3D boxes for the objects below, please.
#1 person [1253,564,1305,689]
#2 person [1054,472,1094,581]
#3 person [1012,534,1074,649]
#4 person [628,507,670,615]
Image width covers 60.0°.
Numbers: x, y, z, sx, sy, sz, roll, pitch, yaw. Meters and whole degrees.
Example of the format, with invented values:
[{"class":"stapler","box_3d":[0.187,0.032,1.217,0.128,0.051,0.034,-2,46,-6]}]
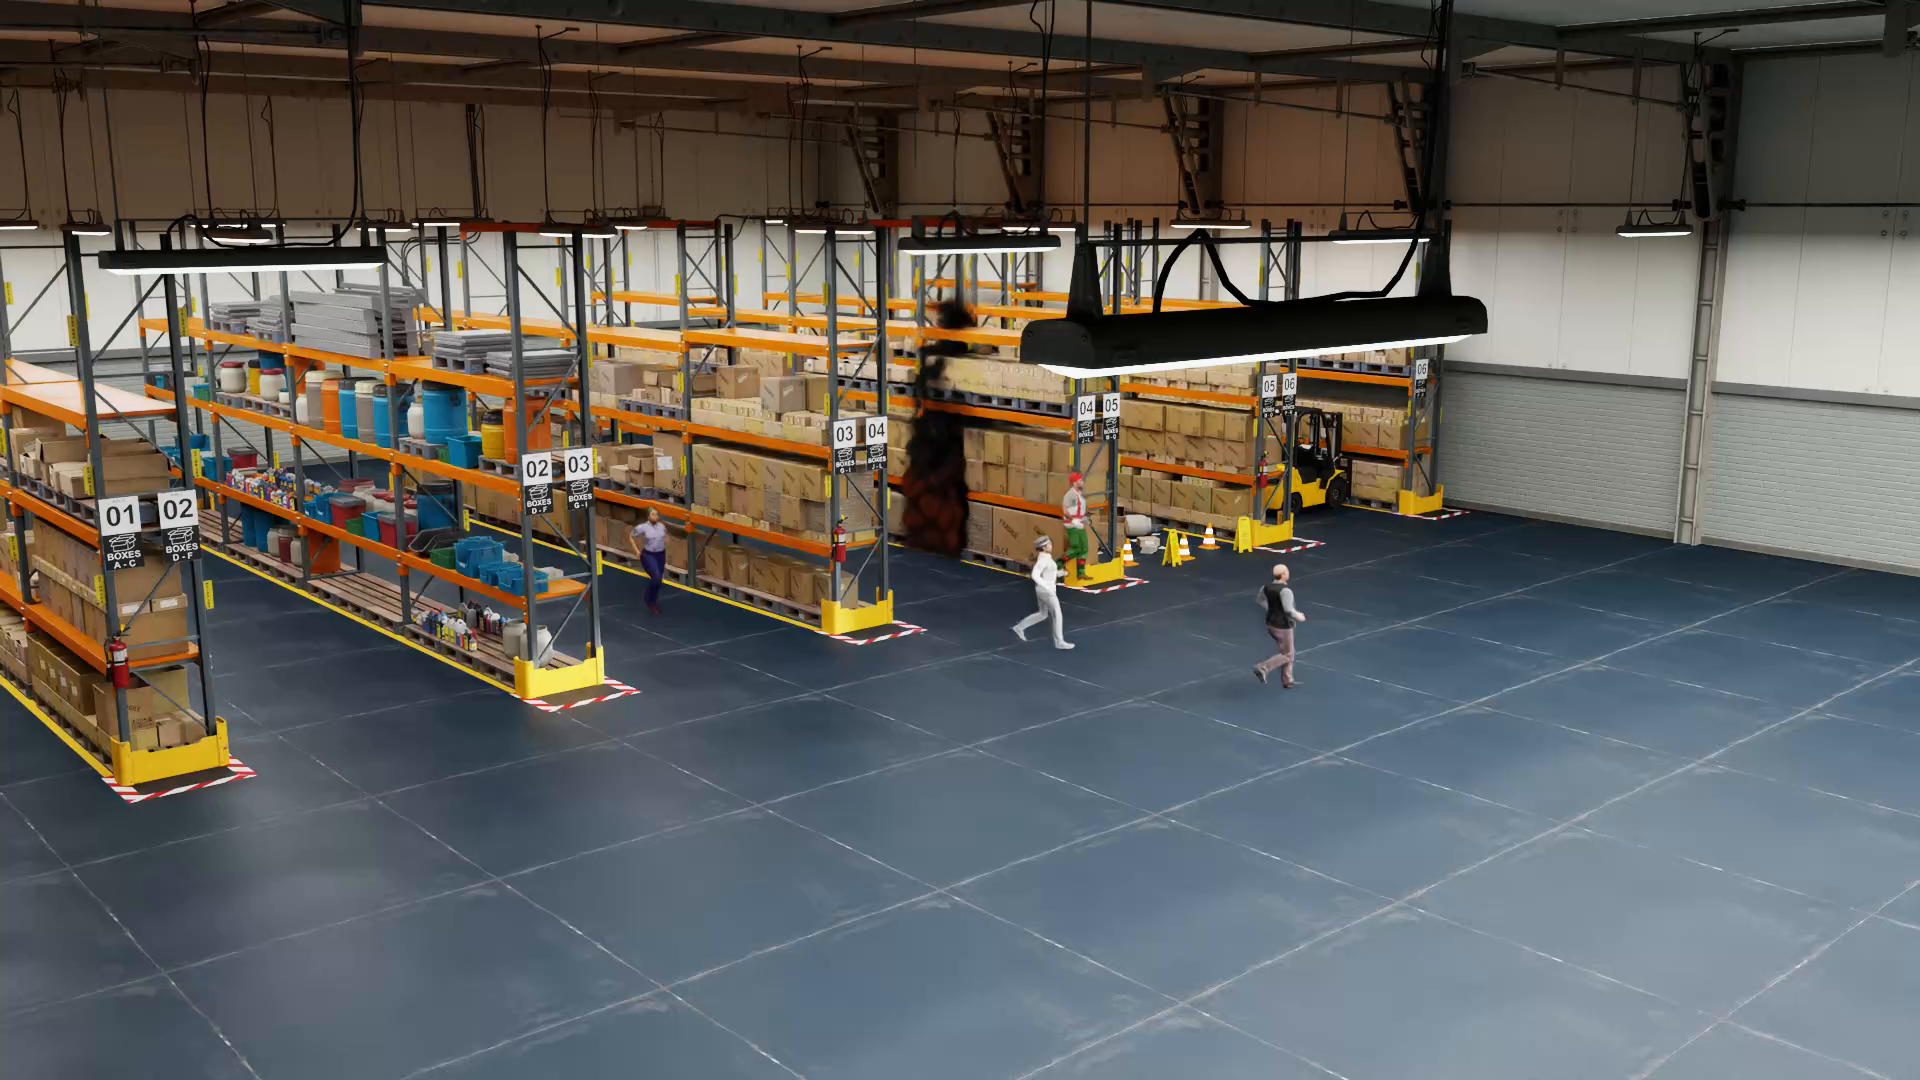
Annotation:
[{"class":"person","box_3d":[4.185,1.150,21.846,0.820,1.693,0.669,-5,12,-22]},{"class":"person","box_3d":[1.867,-0.227,27.075,0.723,1.767,0.703,4,12,20]},{"class":"person","box_3d":[1.207,0.740,23.906,0.896,1.670,0.623,0,11,-2]},{"class":"person","box_3d":[-4.818,0.332,26.150,0.719,1.681,0.577,10,15,40]}]
